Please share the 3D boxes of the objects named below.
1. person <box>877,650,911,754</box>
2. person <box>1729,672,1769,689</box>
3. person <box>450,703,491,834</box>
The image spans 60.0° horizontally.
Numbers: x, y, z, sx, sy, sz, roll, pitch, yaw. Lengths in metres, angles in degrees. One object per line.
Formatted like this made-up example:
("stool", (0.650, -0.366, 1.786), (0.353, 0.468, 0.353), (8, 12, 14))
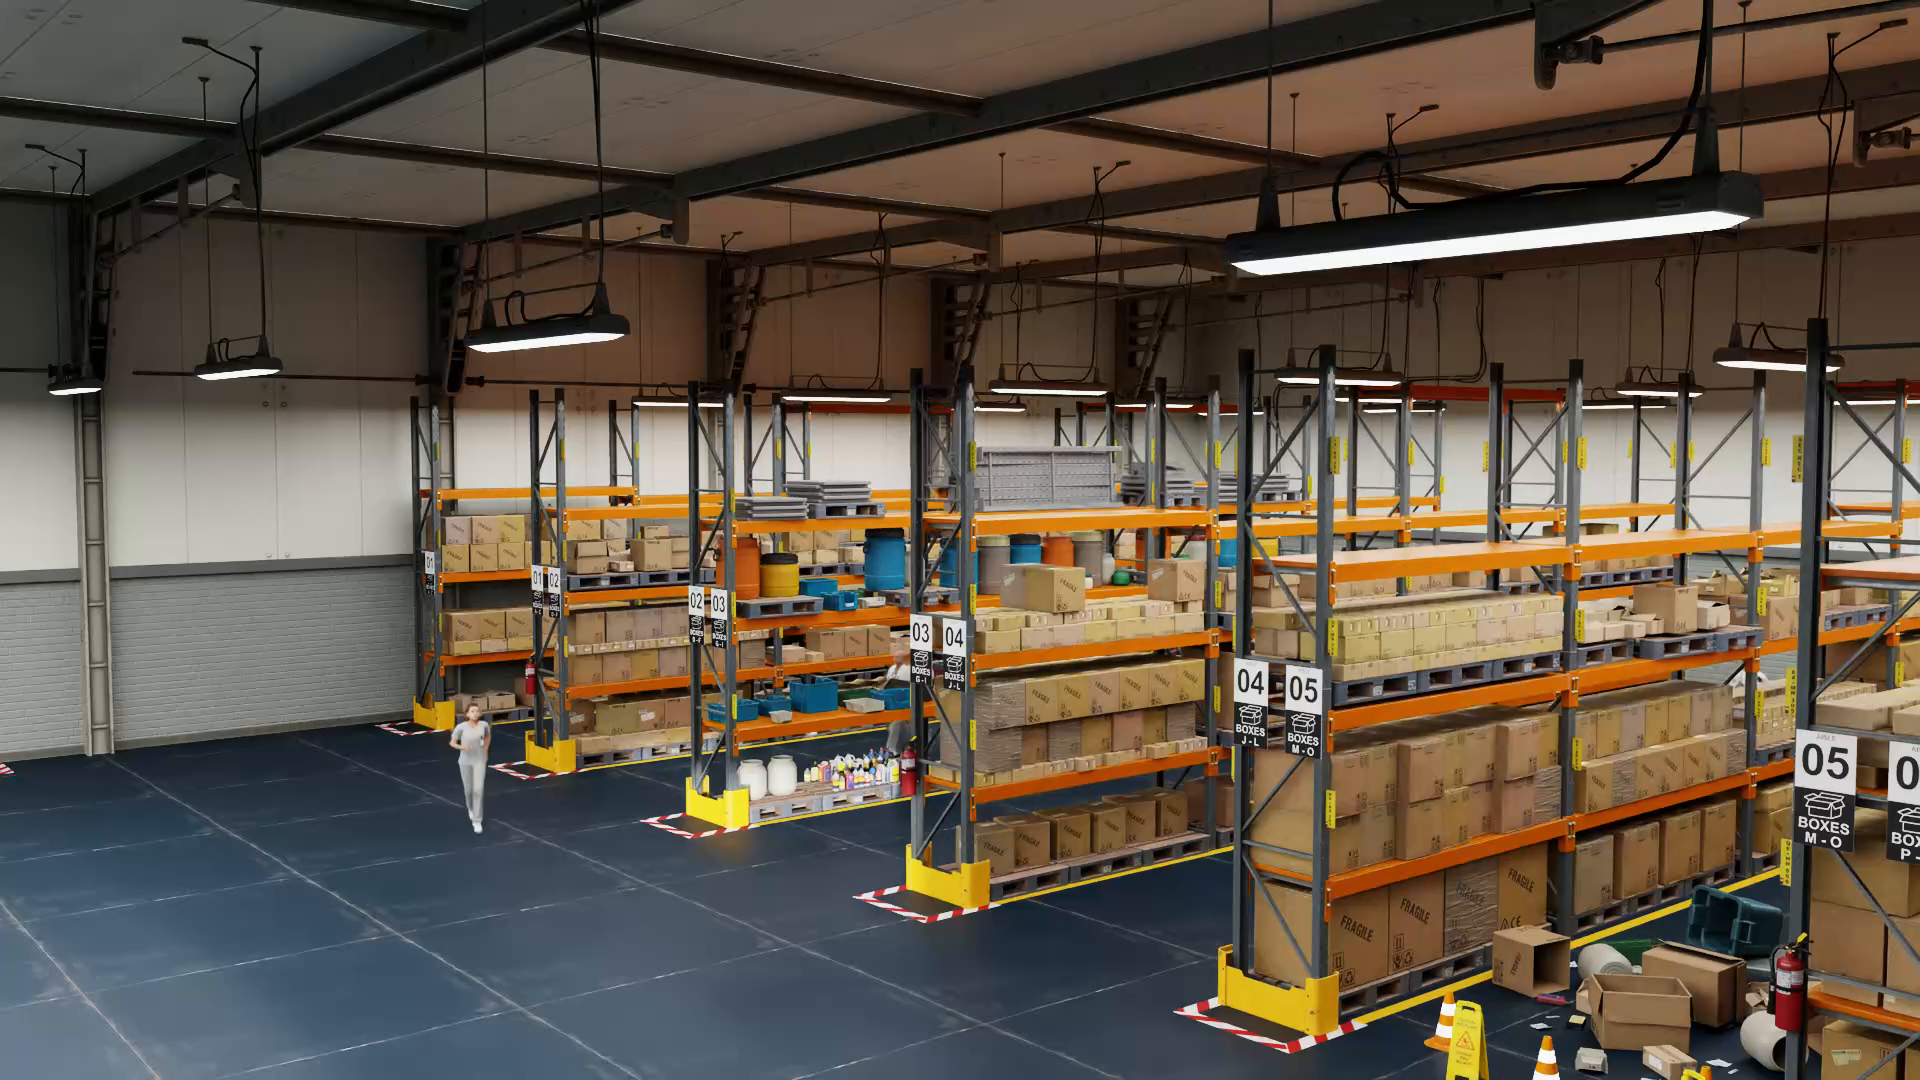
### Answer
("person", (-13.951, 3.164, 18.796), (31.413, 1.797, 6.080), (-3, 4, -40))
("person", (13.260, 2.766, 27.847), (0.702, 1.586, 0.502), (1, 3, 11))
("person", (-6.546, 3.012, 22.279), (0.554, 1.690, 0.898), (-1, 4, -21))
